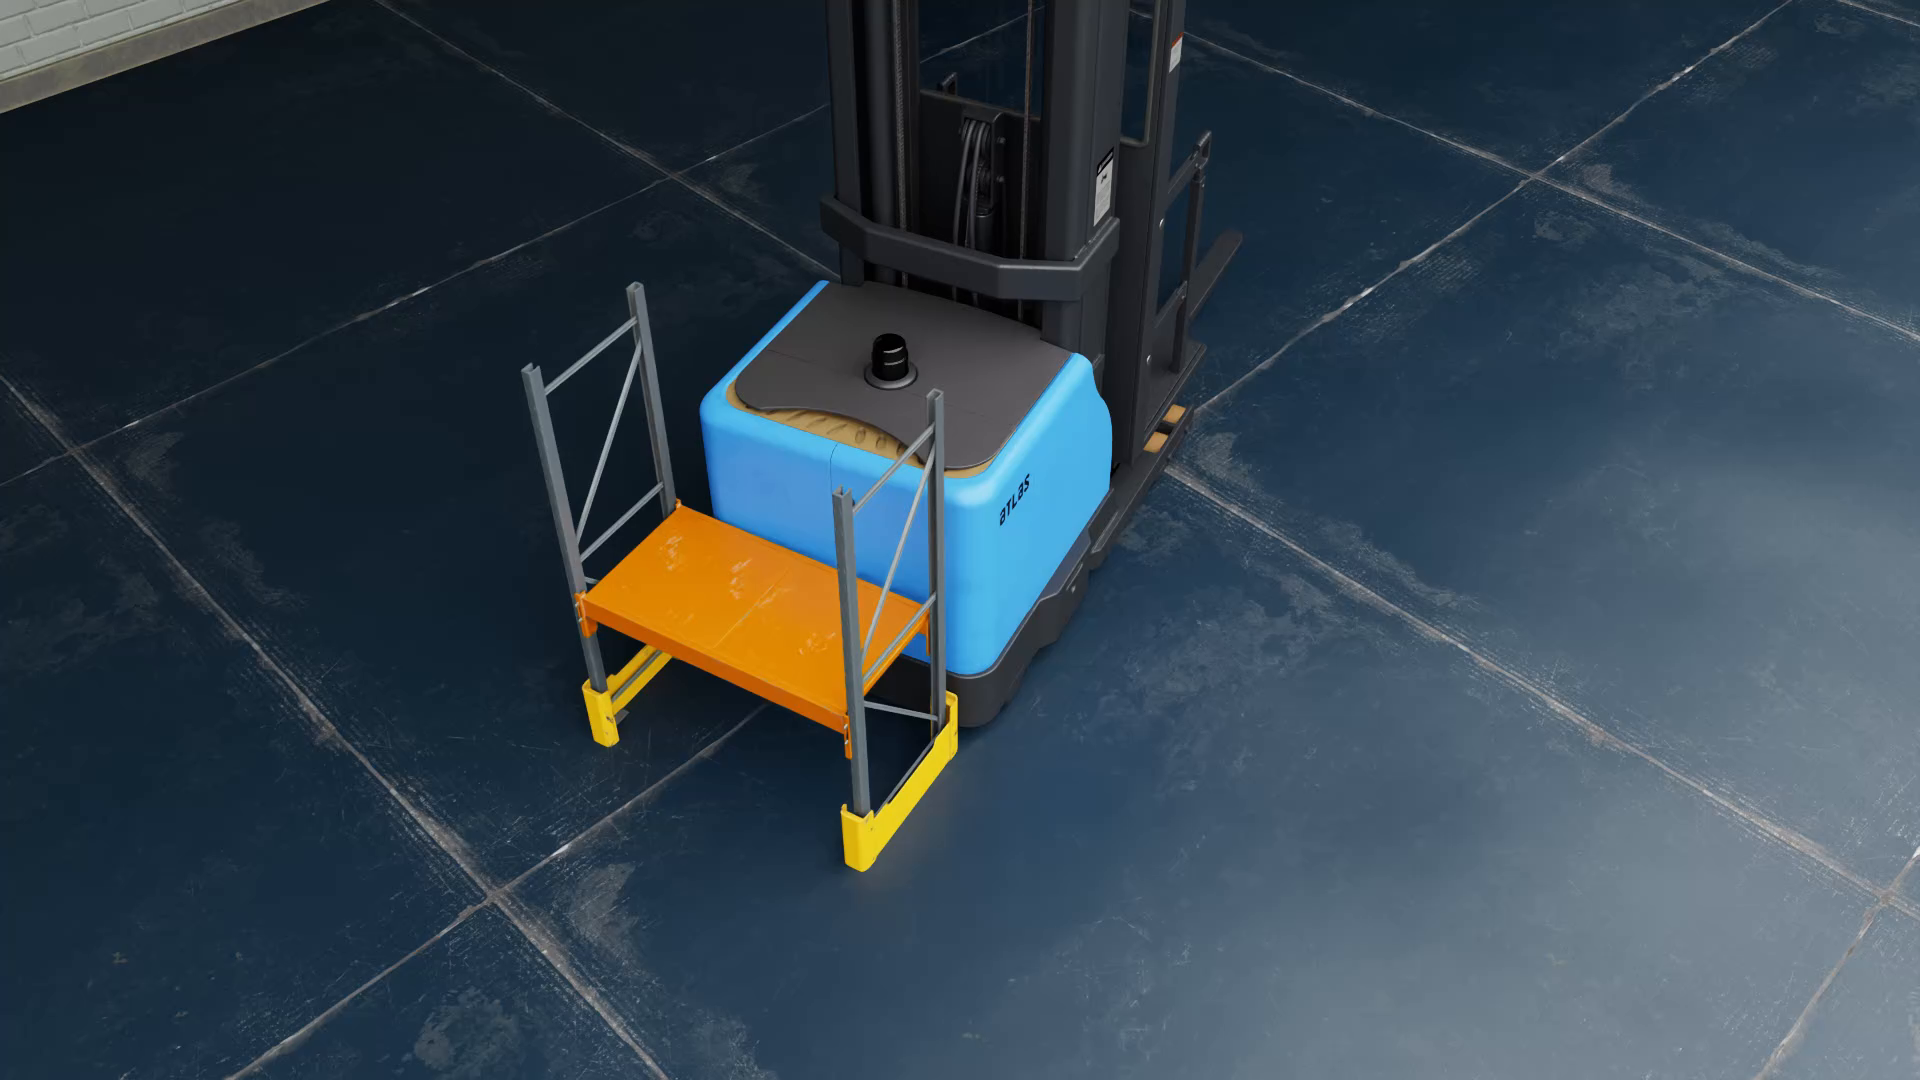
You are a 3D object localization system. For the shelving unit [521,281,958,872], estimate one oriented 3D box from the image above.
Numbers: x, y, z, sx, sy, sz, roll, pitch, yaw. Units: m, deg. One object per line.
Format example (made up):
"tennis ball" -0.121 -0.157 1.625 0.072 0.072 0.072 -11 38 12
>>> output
"shelving unit" -0.614 0.123 5.011 1.083 1.500 0.587 22 47 22

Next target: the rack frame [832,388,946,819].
"rack frame" -0.182 0.294 4.827 0.032 1.500 0.500 22 47 22

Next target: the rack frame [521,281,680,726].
"rack frame" -1.061 -0.053 5.202 0.032 1.500 0.500 22 47 22

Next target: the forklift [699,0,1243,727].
"forklift" 0.281 -1.459 5.670 1.130 2.935 3.031 19 46 19

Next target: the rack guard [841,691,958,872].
"rack guard" -0.183 0.752 5.252 0.087 0.250 0.587 22 47 22

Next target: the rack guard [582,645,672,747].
"rack guard" -1.045 0.413 5.619 0.087 0.250 0.587 22 47 22

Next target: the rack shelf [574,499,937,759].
"rack shelf" -0.622 0.252 5.137 1.000 0.185 0.538 22 47 22
